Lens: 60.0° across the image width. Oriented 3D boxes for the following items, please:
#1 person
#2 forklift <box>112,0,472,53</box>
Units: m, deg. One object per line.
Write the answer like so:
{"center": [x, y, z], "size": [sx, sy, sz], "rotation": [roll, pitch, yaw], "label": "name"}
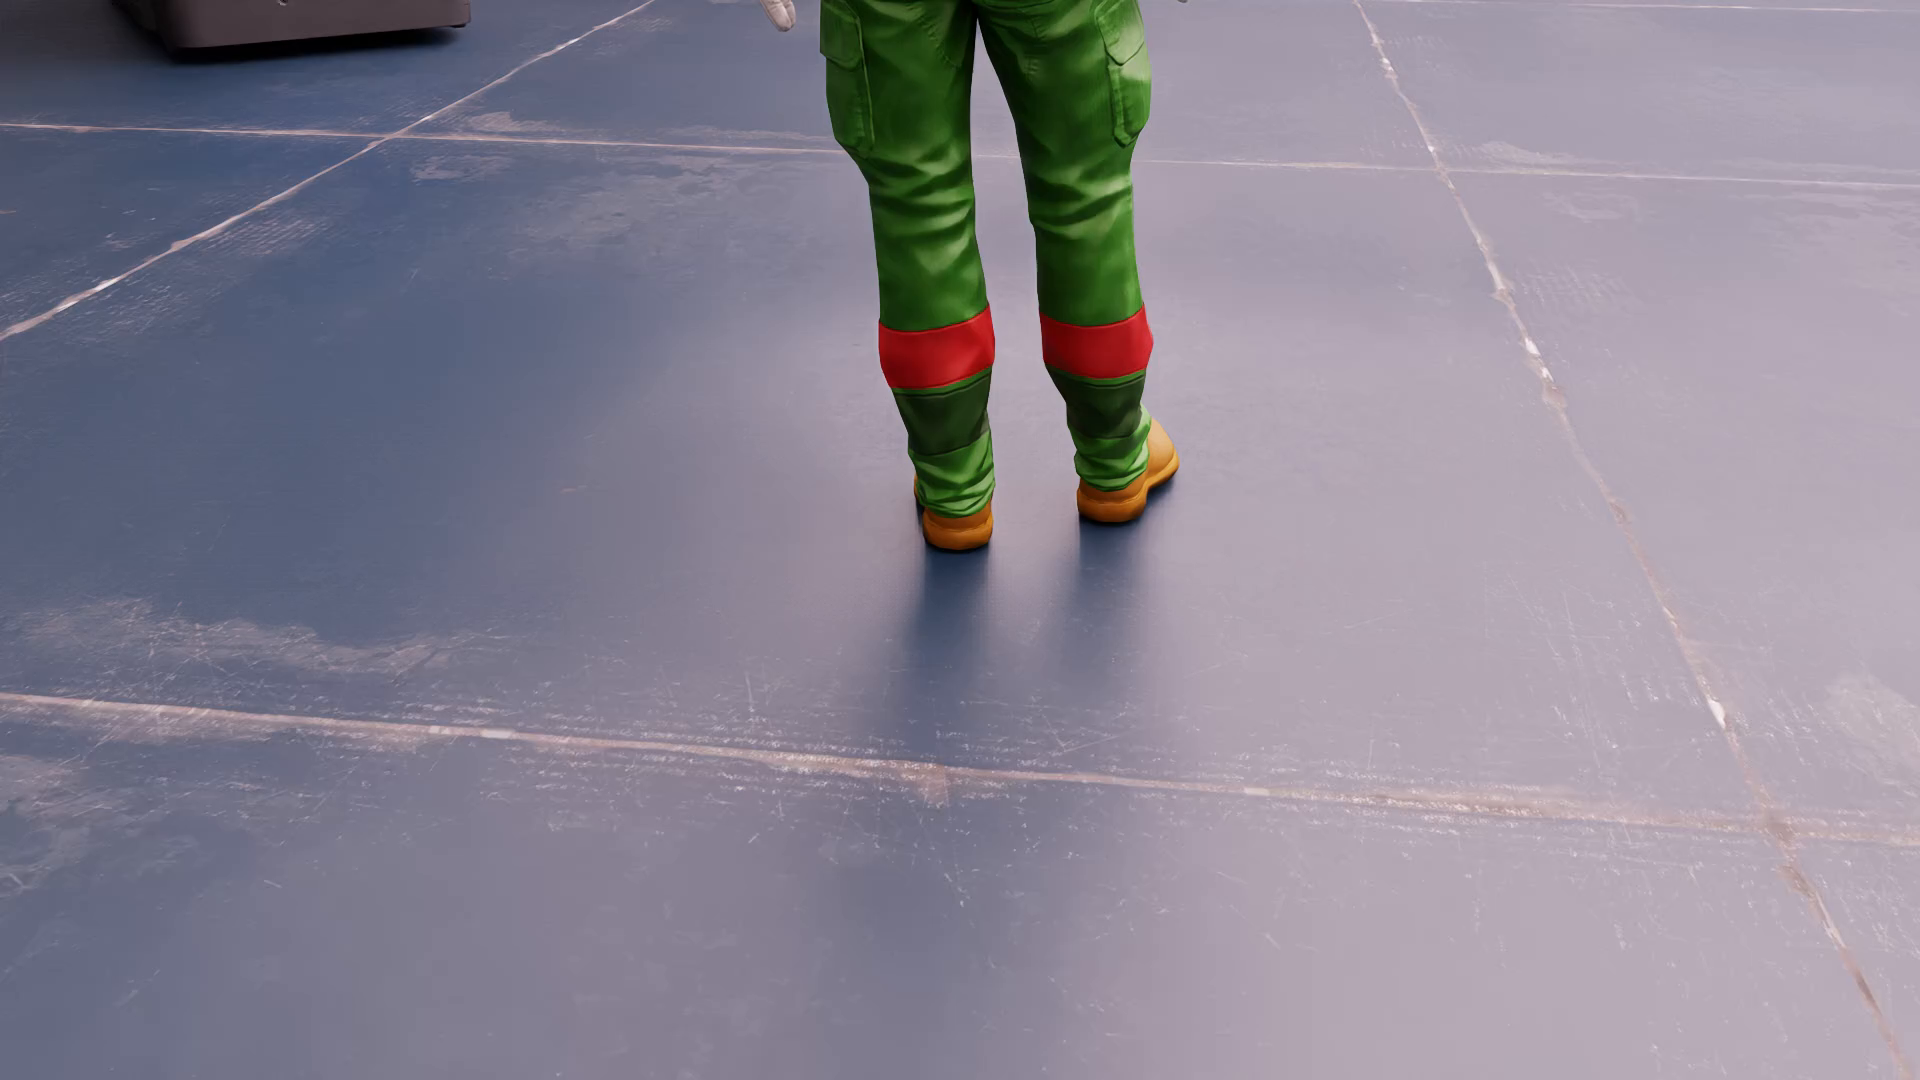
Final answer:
{"center": [0.023, -0.842, 2.167], "size": [0.637, 1.787, 0.564], "rotation": [3, 27, 7], "label": "person"}
{"center": [-3.022, -3.630, 6.493], "size": [1.130, 2.935, 3.031], "rotation": [-15, 30, -27], "label": "forklift"}
